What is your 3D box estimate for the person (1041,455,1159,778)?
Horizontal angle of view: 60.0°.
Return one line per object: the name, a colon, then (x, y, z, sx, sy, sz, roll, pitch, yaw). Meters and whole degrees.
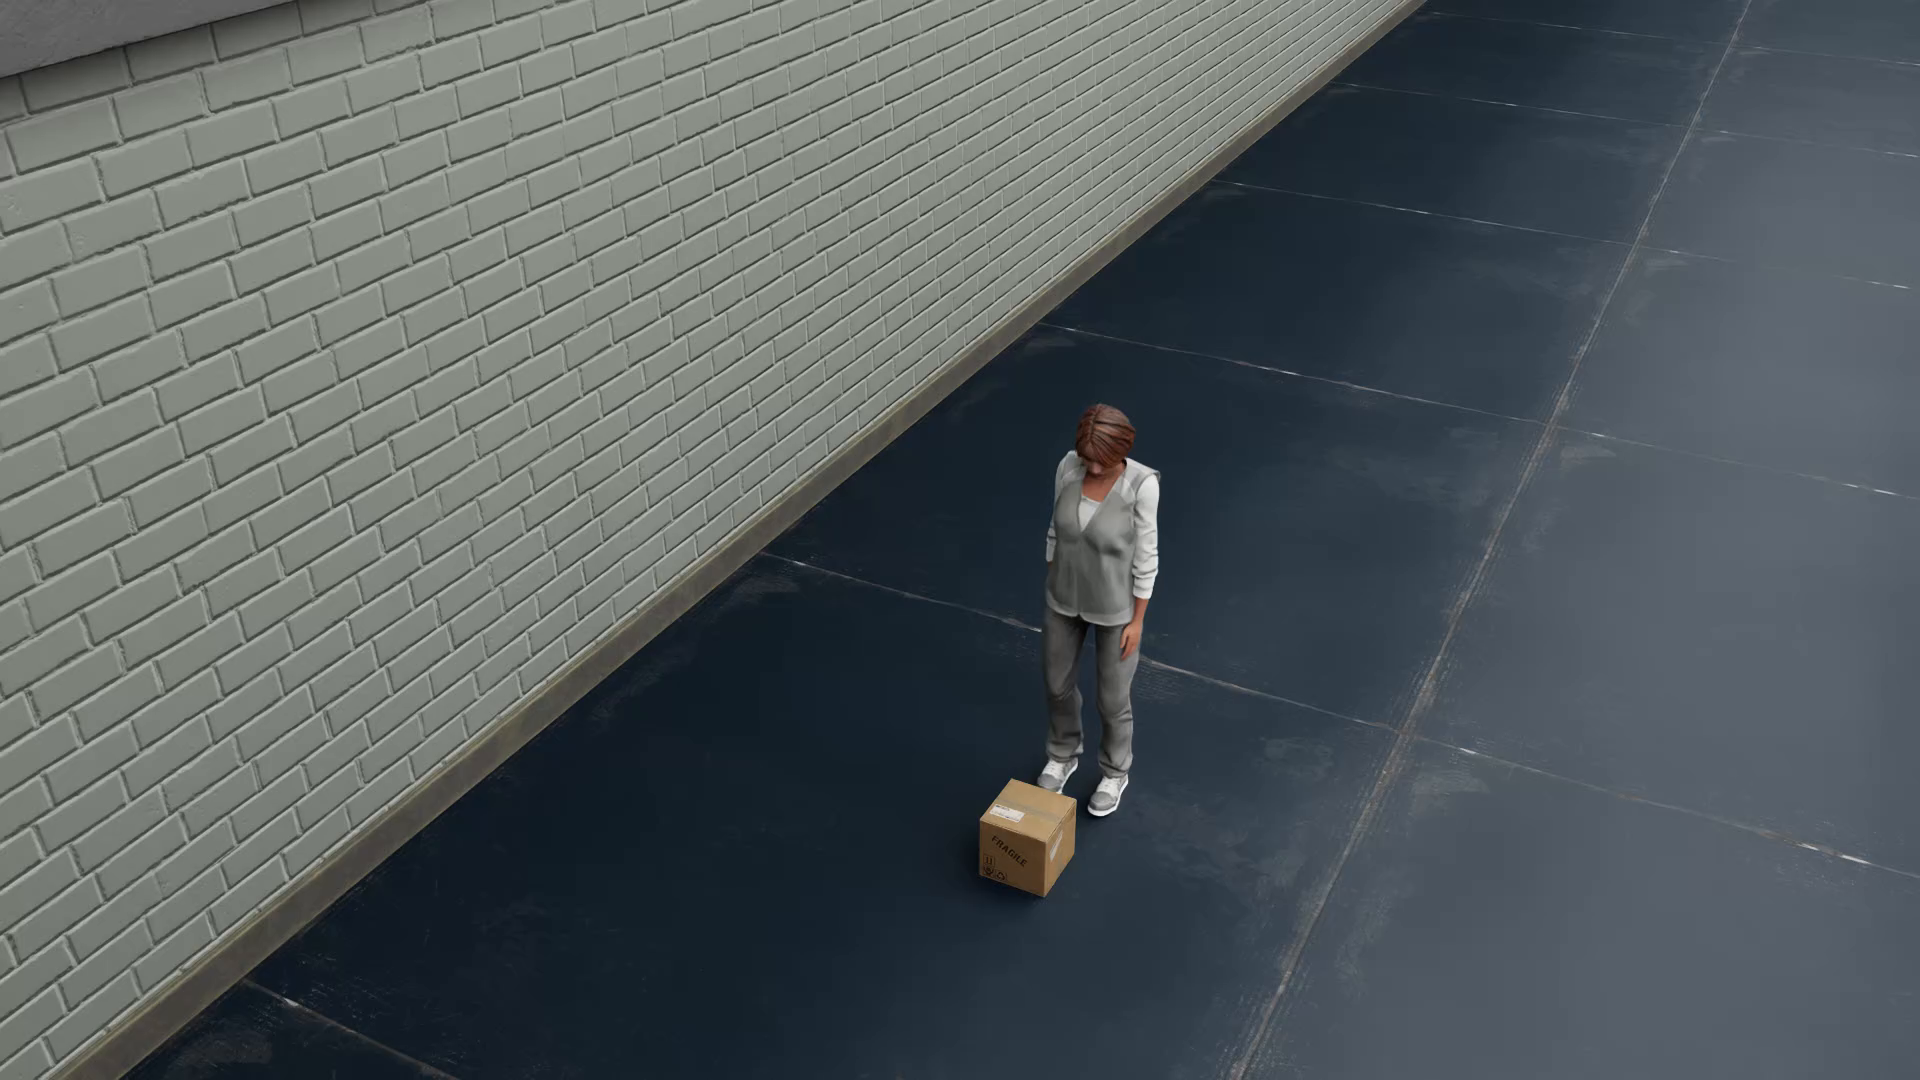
person: (0.485, 0.309, 5.792, 0.410, 1.280, 0.277, 15, 34, 24)
